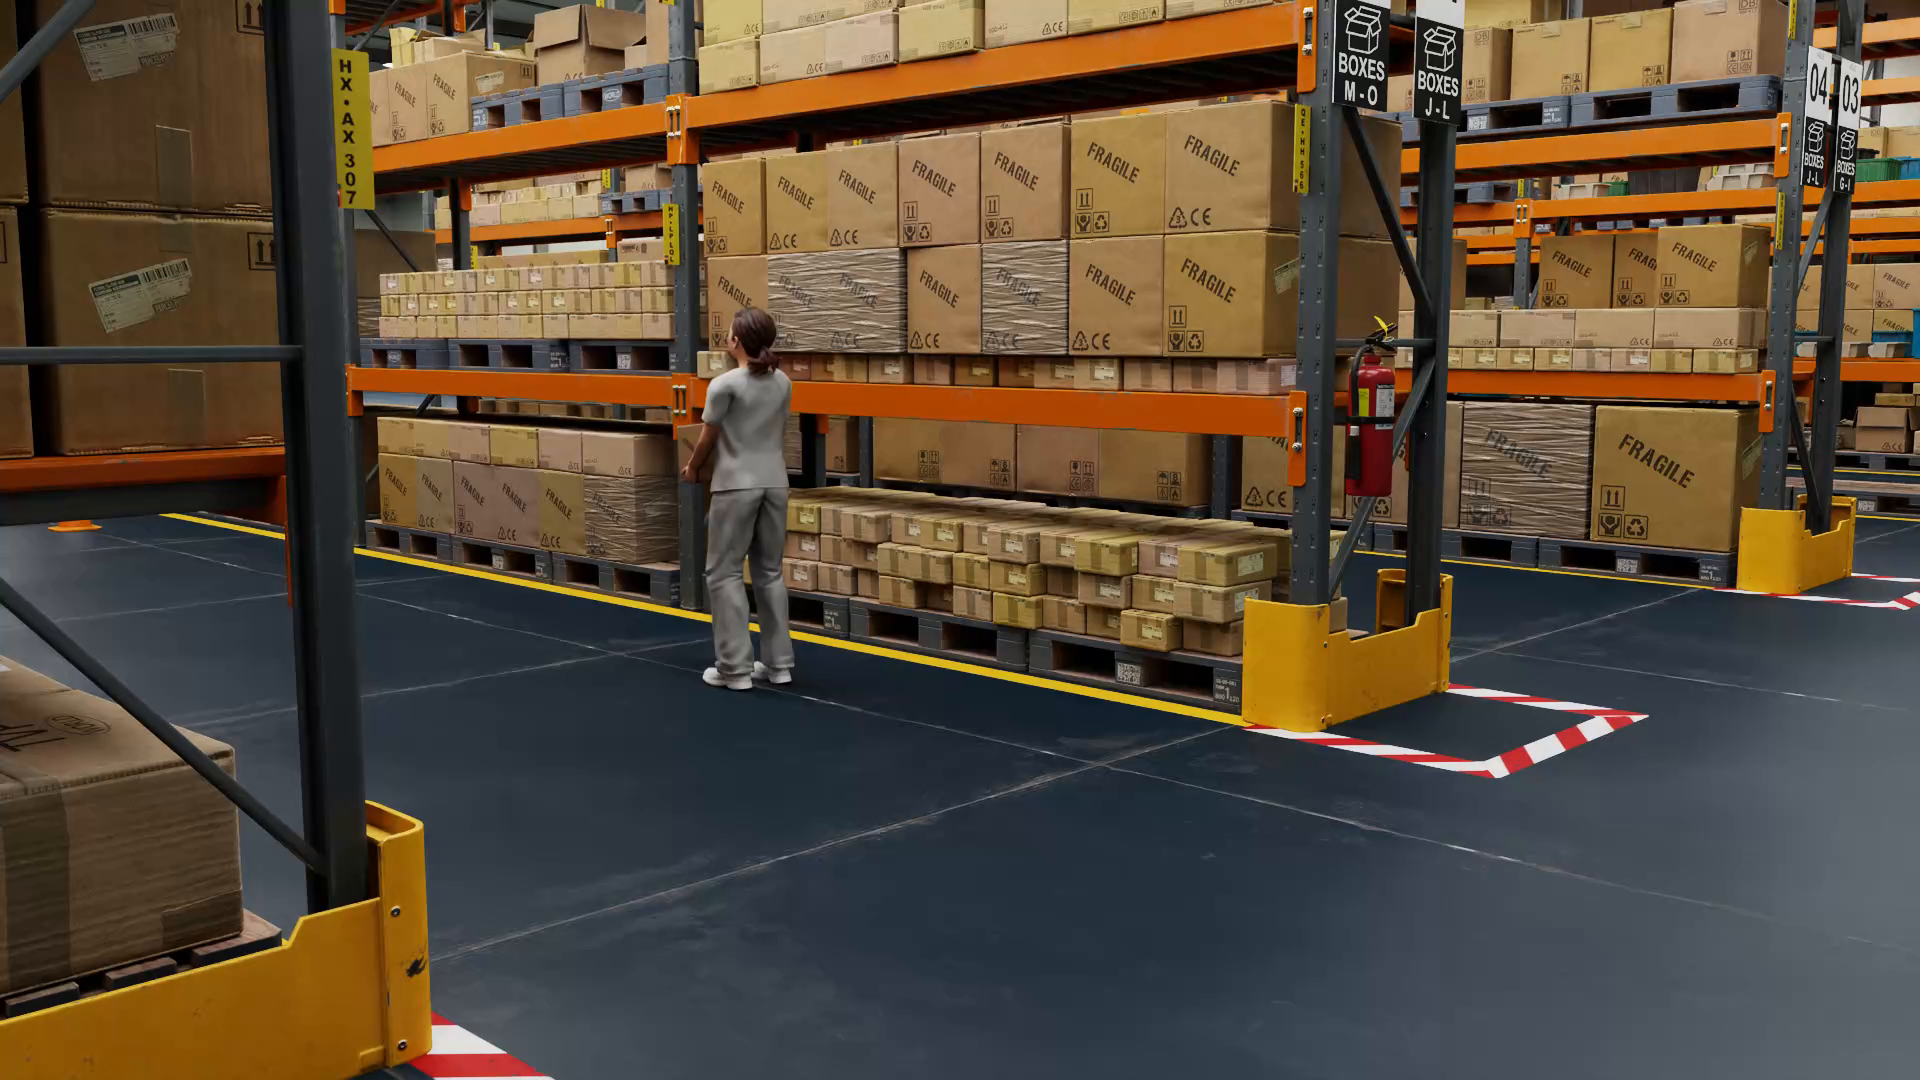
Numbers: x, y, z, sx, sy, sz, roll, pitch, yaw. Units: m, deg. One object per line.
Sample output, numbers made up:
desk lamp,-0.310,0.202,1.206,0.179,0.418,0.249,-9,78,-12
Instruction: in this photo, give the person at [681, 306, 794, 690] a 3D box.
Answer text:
person,-0.970,-0.190,7.328,0.439,1.663,0.558,-6,9,-40
